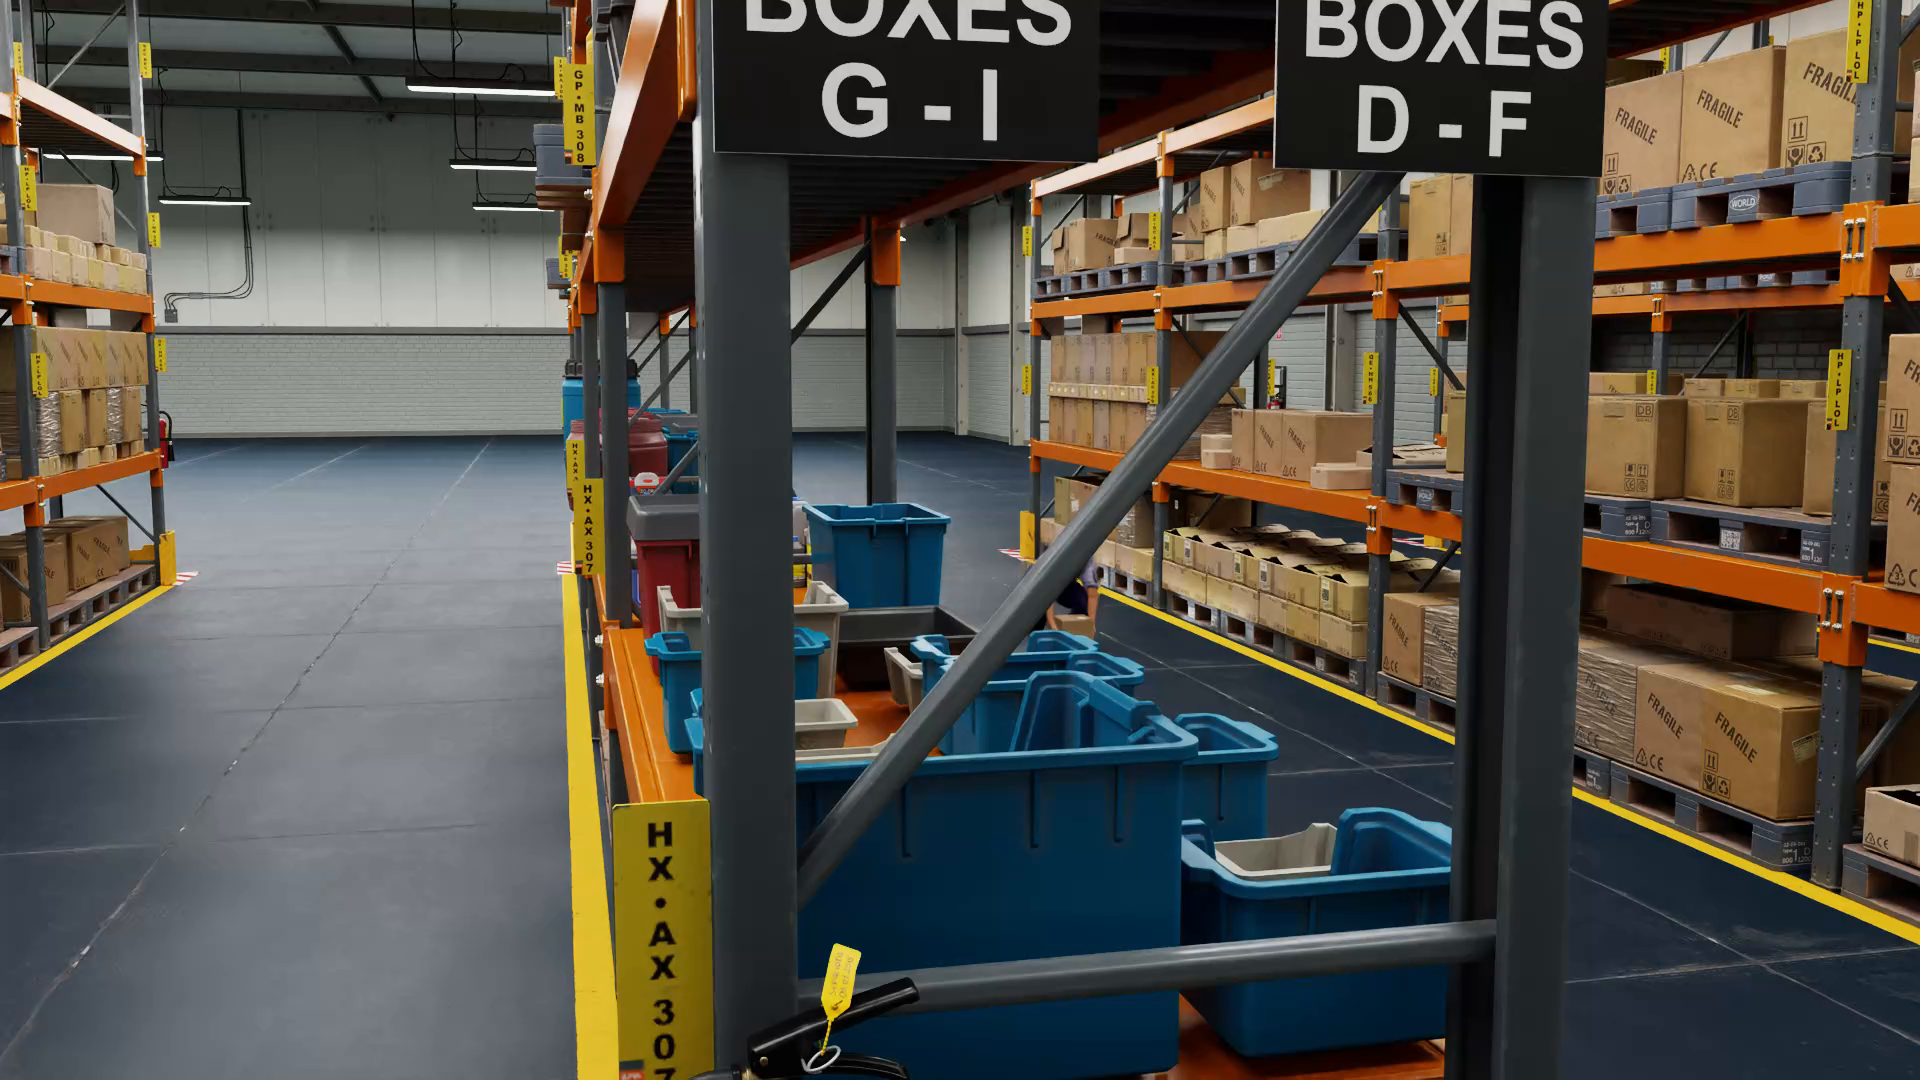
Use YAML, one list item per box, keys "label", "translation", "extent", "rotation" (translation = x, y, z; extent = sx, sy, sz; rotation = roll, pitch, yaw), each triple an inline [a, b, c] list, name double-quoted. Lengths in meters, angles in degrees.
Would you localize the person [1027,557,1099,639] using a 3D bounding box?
- label: "person"
  translation: [0.783, 0.393, 12.971]
  extent: [0.527, 0.831, 0.831]
  rotation: [-2, 6, -14]
